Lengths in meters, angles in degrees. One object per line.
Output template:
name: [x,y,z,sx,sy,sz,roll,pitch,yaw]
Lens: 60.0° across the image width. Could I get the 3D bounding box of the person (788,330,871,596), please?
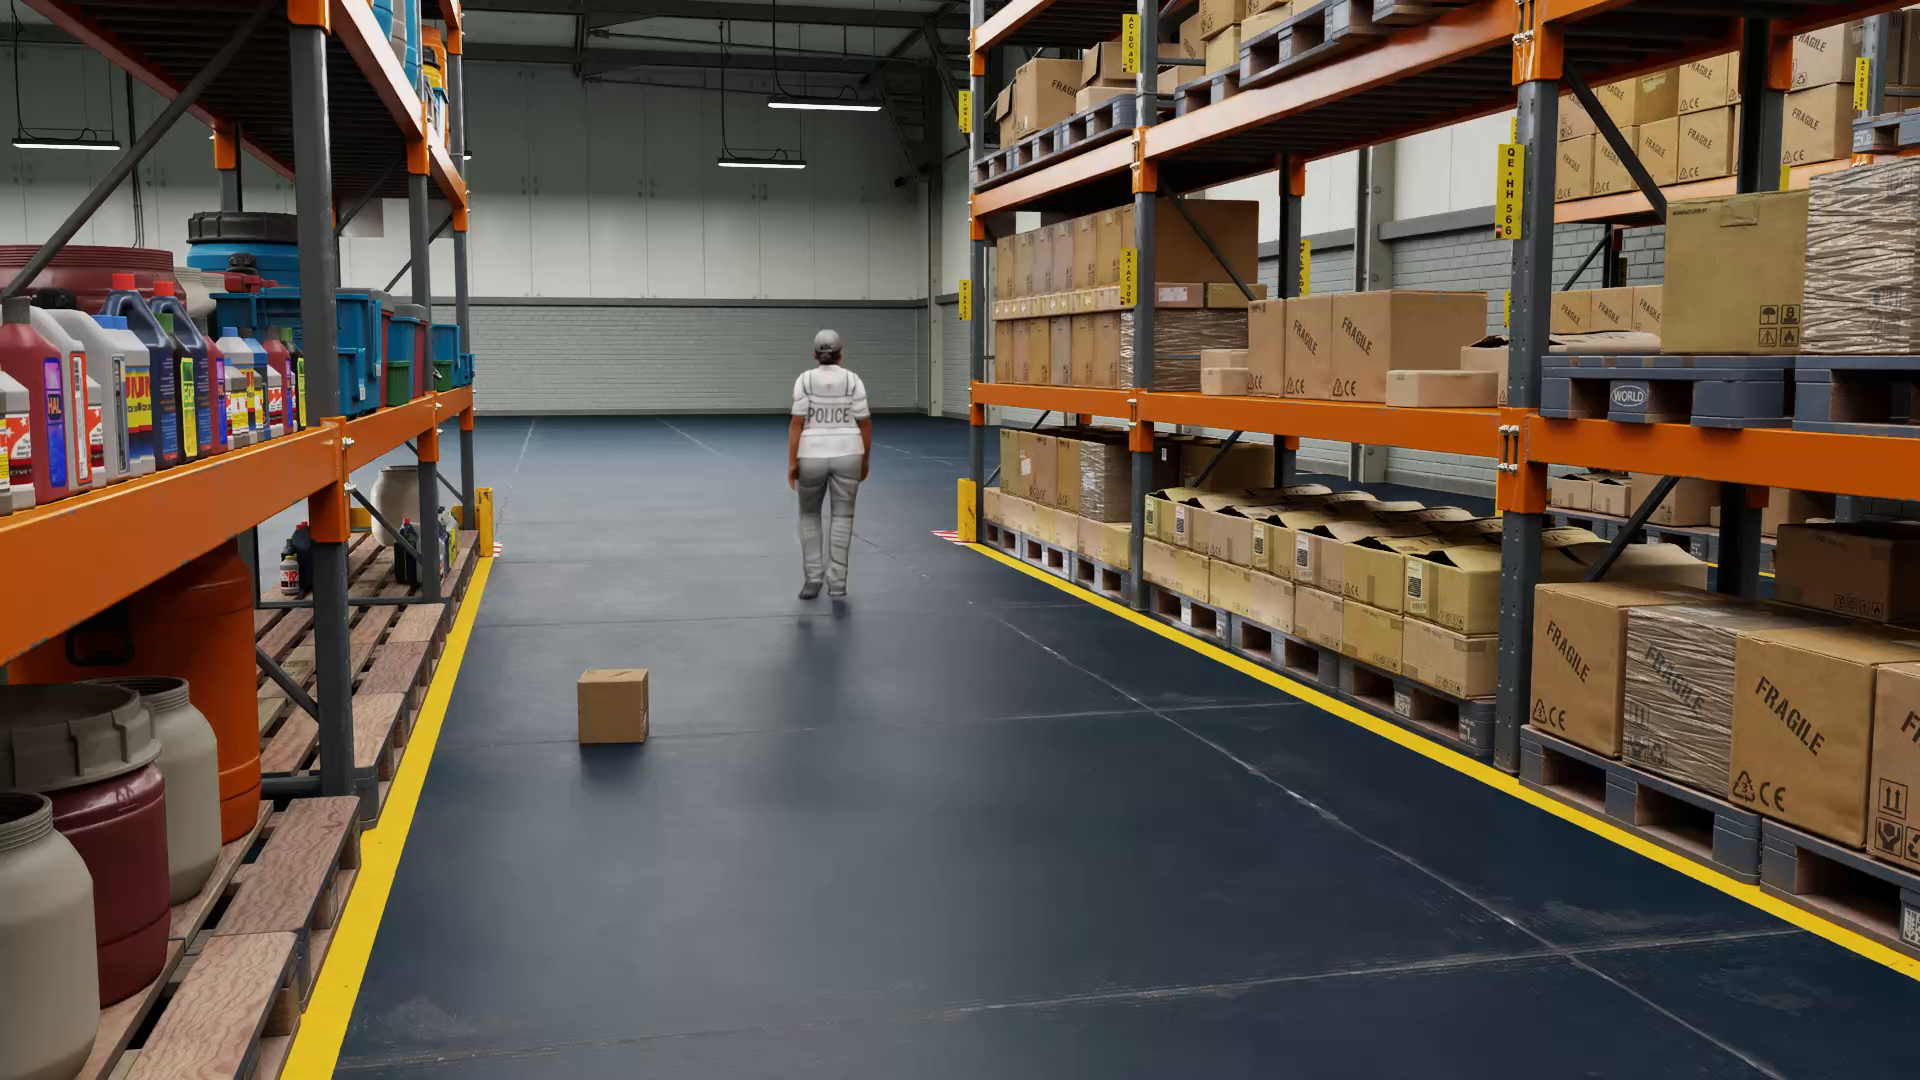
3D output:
person: [-0.809,-0.440,10.389,0.514,1.734,0.605,0,6,-2]
